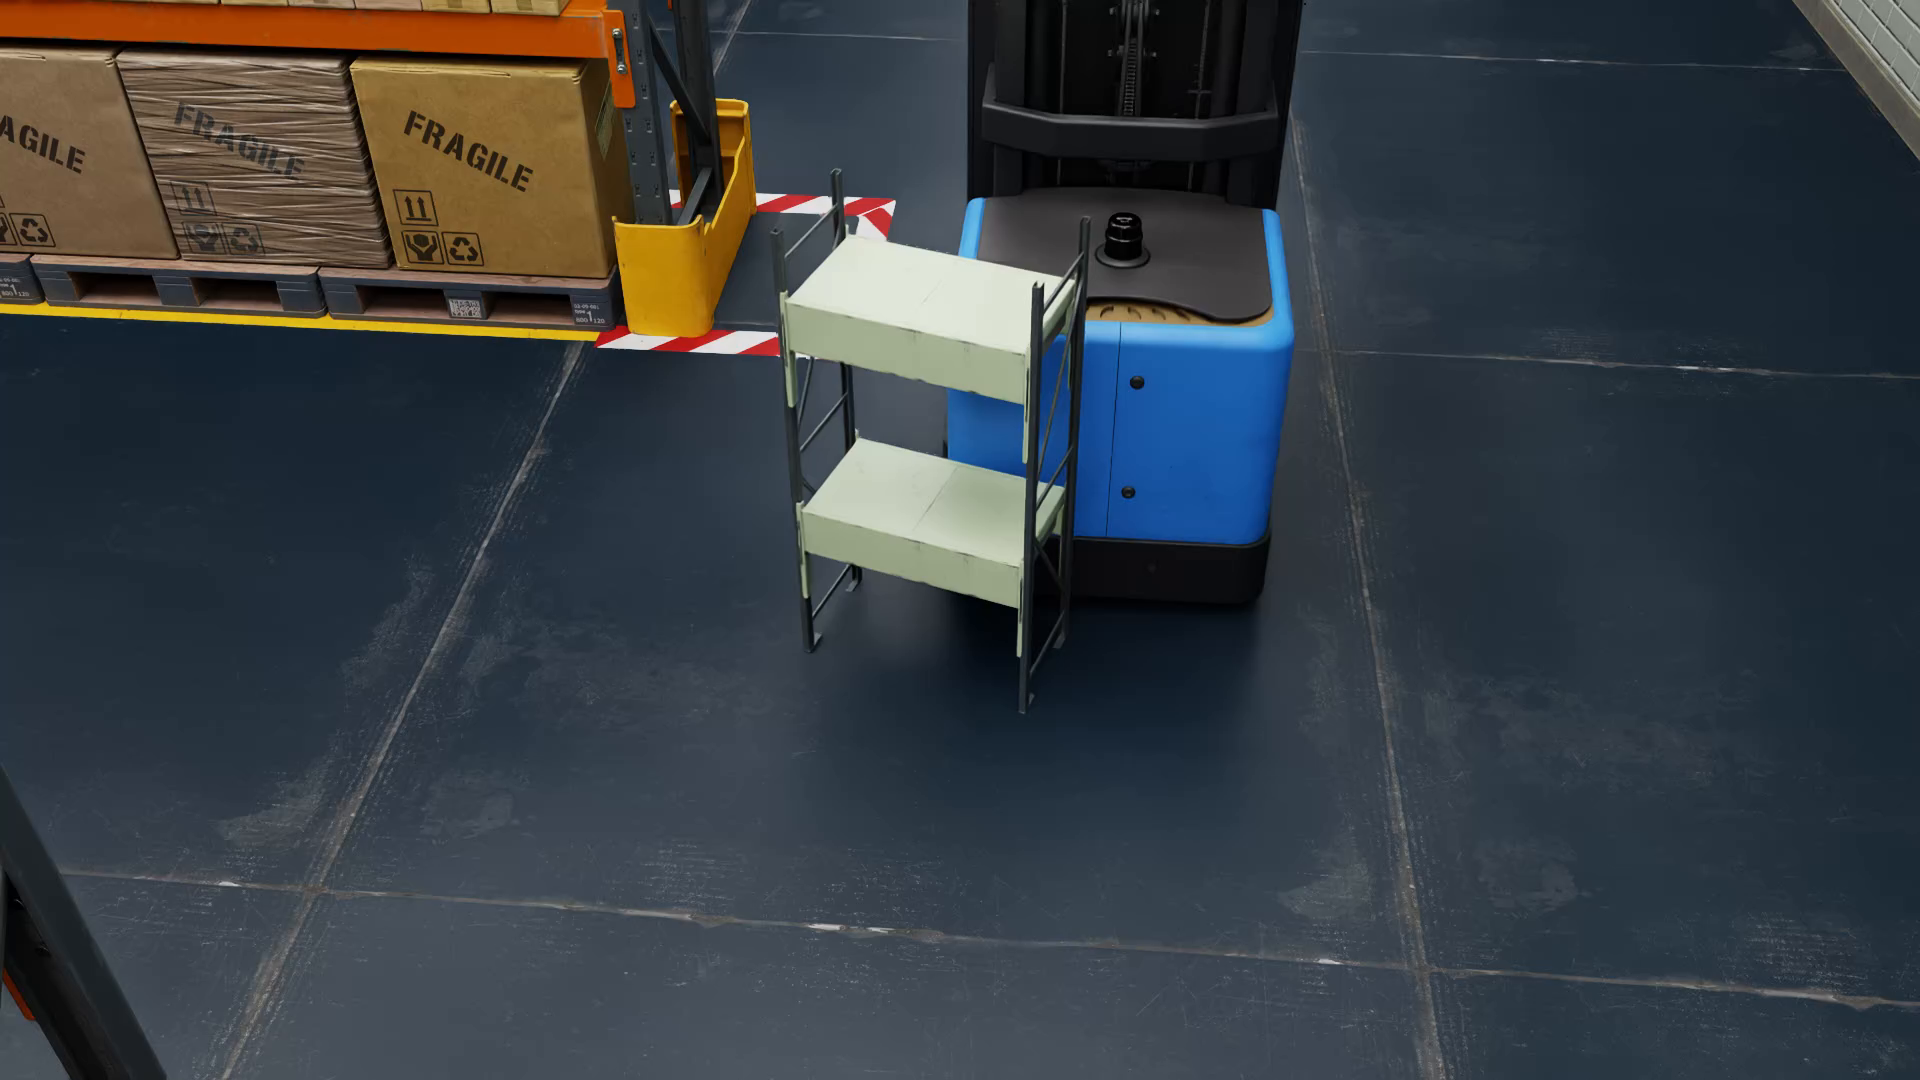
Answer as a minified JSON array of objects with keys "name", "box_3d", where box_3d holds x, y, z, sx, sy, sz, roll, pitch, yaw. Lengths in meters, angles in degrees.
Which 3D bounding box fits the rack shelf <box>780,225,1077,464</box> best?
[{"name":"rack shelf","box_3d":[-0.075,-0.554,4.625,0.720,0.370,0.431,14,41,17]}]

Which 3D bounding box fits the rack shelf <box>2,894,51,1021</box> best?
[{"name":"rack shelf","box_3d":[-3.691,0.923,2.810,4.000,0.370,1.077,3,39,4]}]

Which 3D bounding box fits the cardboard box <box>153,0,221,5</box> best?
[{"name":"cardboard box","box_3d":[-2.829,-2.144,6.207,0.250,0.149,0.380,3,39,4]}]

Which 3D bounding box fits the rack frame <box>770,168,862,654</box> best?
[{"name":"rack frame","box_3d":[-0.414,-0.339,4.978,0.023,1.500,0.400,14,41,17]}]

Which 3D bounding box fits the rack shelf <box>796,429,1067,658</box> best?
[{"name":"rack shelf","box_3d":[-0.075,0.001,5.077,0.720,0.370,0.431,14,41,17]}]

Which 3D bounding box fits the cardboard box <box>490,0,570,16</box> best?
[{"name":"cardboard box","box_3d":[-1.553,-2.076,6.123,0.250,0.149,0.380,4,39,5]}]

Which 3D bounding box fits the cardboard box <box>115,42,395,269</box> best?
[{"name":"cardboard box","box_3d":[-2.721,-1.734,6.854,0.875,0.875,0.875,3,39,4]}]

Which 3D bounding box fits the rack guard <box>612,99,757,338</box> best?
[{"name":"rack guard","box_3d":[-1.146,-1.390,7.062,0.348,0.500,1.175,3,39,4]}]

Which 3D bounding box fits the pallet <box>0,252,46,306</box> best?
[{"name":"pallet","box_3d":[-4.404,-1.407,7.311,1.213,0.211,1.003,3,39,4]}]

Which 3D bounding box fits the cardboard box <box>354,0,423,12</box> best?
[{"name":"cardboard box","box_3d":[-2.063,-2.103,6.157,0.250,0.149,0.380,3,39,4]}]

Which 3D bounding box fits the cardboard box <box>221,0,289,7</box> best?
[{"name":"cardboard box","box_3d":[-2.571,-2.131,6.190,0.250,0.149,0.380,2,39,3]}]

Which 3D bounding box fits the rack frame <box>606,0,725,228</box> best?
[{"name":"rack frame","box_3d":[-1.170,-2.361,6.274,0.127,3.000,1.000,3,39,4]}]

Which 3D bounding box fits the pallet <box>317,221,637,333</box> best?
[{"name":"pallet","box_3d":[-1.973,-1.274,7.148,1.213,0.211,1.003,3,39,4]}]

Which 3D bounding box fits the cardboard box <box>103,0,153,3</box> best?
[{"name":"cardboard box","box_3d":[-3.076,-2.159,6.226,0.250,0.149,0.380,4,39,5]}]

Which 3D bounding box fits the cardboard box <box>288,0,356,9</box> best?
[{"name":"cardboard box","box_3d":[-2.312,-2.118,6.174,0.250,0.149,0.380,4,39,5]}]

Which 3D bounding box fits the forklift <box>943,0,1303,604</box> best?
[{"name":"forklift","box_3d":[0.590,-1.847,5.697,1.130,2.935,3.031,3,39,4]}]

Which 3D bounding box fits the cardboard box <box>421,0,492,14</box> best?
[{"name":"cardboard box","box_3d":[-1.812,-2.089,6.139,0.250,0.149,0.380,4,39,4]}]

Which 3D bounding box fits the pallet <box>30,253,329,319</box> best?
[{"name":"pallet","box_3d":[-3.185,-1.342,7.231,1.213,0.211,1.003,3,39,4]}]

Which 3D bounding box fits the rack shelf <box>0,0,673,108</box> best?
[{"name":"rack shelf","box_3d":[-3.162,-2.191,6.635,4.000,0.370,1.077,3,39,4]}]

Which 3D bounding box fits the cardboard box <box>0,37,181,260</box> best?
[{"name":"cardboard box","box_3d":[-3.608,-1.782,6.914,0.875,0.875,0.875,3,39,4]}]

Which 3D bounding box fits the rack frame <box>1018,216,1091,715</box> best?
[{"name":"rack frame","box_3d":[0.264,-0.165,4.764,0.023,1.500,0.400,14,41,17]}]

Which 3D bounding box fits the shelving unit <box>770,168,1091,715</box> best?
[{"name":"shelving unit","box_3d":[-0.075,-0.252,4.871,0.755,1.500,0.431,14,41,17]}]

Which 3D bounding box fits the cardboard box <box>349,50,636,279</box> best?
[{"name":"cardboard box","box_3d":[-1.814,-1.684,6.794,0.875,0.875,0.875,3,39,4]}]
